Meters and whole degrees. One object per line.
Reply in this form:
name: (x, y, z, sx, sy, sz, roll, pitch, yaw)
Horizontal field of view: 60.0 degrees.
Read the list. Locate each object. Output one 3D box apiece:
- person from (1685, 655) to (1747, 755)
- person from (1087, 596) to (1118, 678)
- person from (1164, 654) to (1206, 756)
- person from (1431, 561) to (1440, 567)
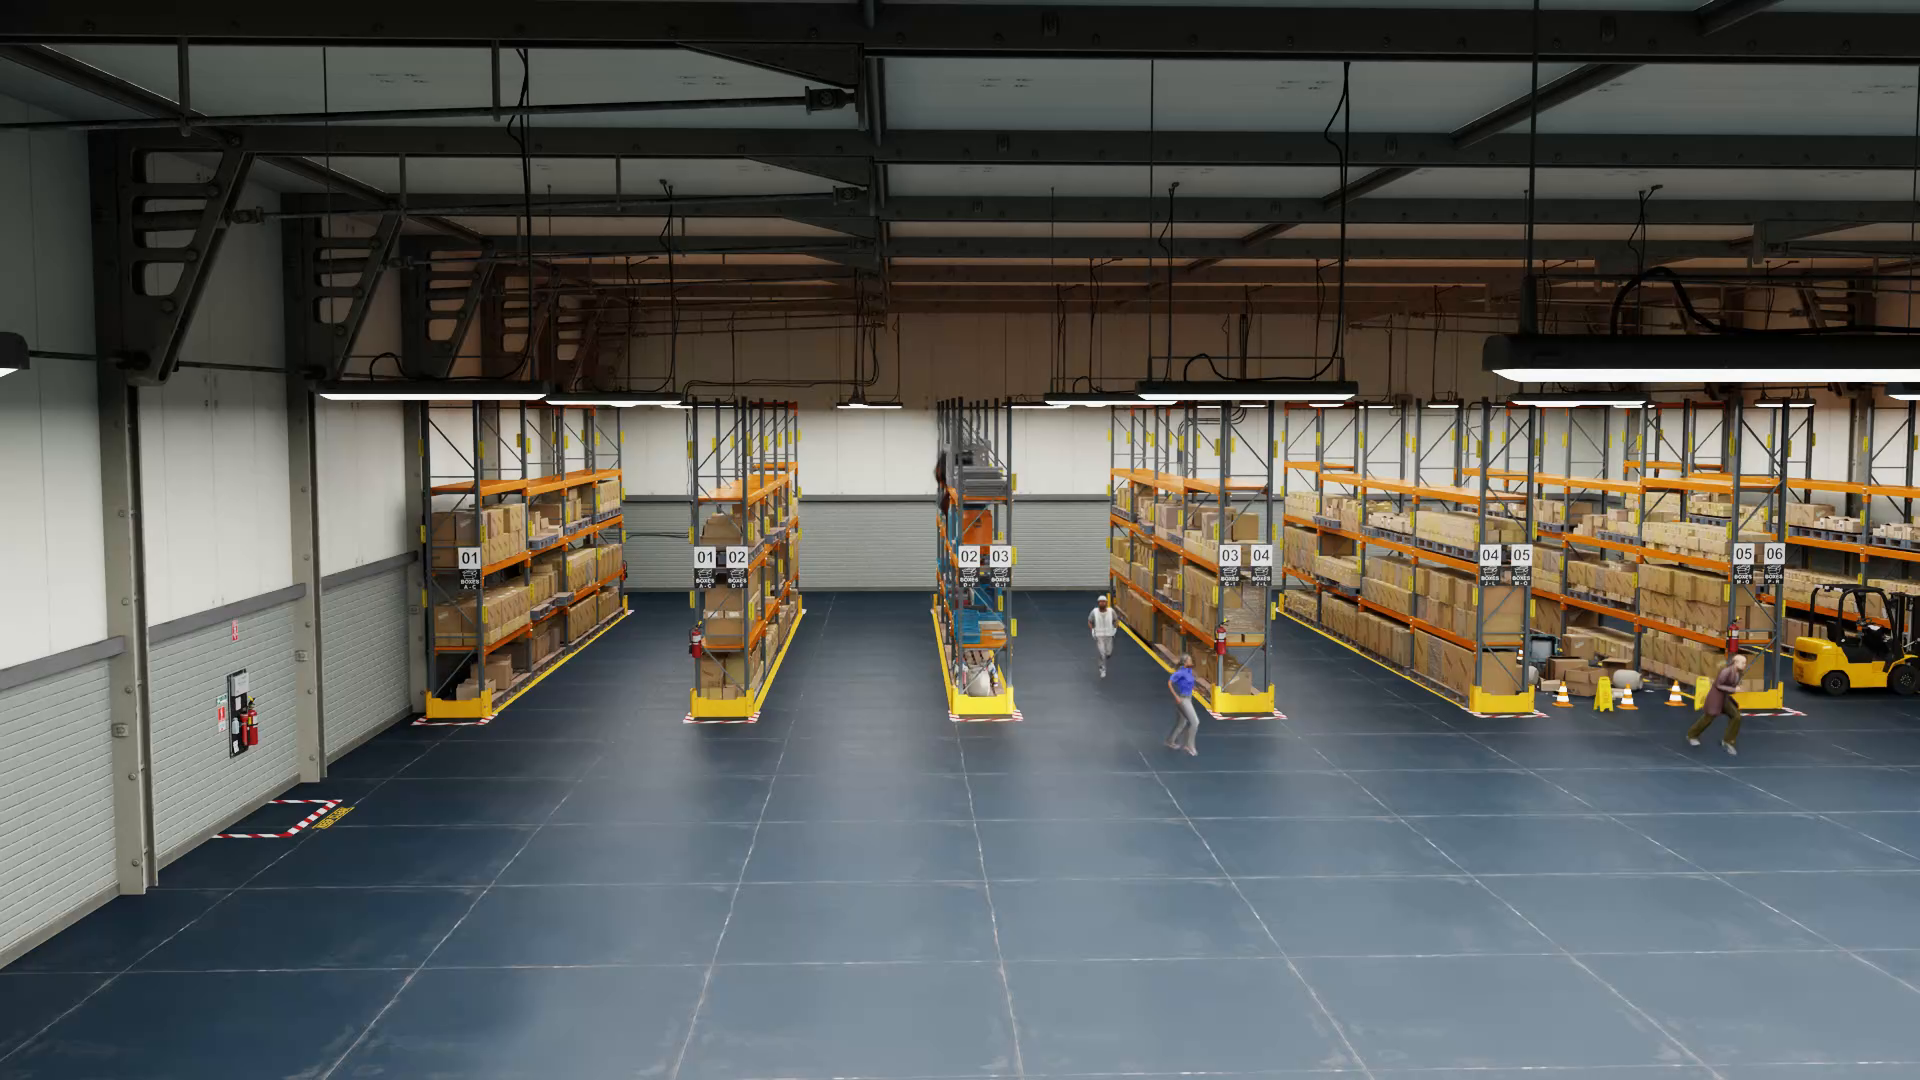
person: (12.761, 2.752, 28.020, 0.753, 1.738, 1.071, -3, 6, -37)
person: (3.103, 2.076, 36.032, 0.675, 1.757, 0.656, 0, 4, -3)
person: (3.752, 2.764, 27.851, 0.726, 1.721, 0.586, 2, 5, 22)
person: (12.462, 1.489, 43.657, 0.640, 1.851, 0.784, -1, 5, -12)
